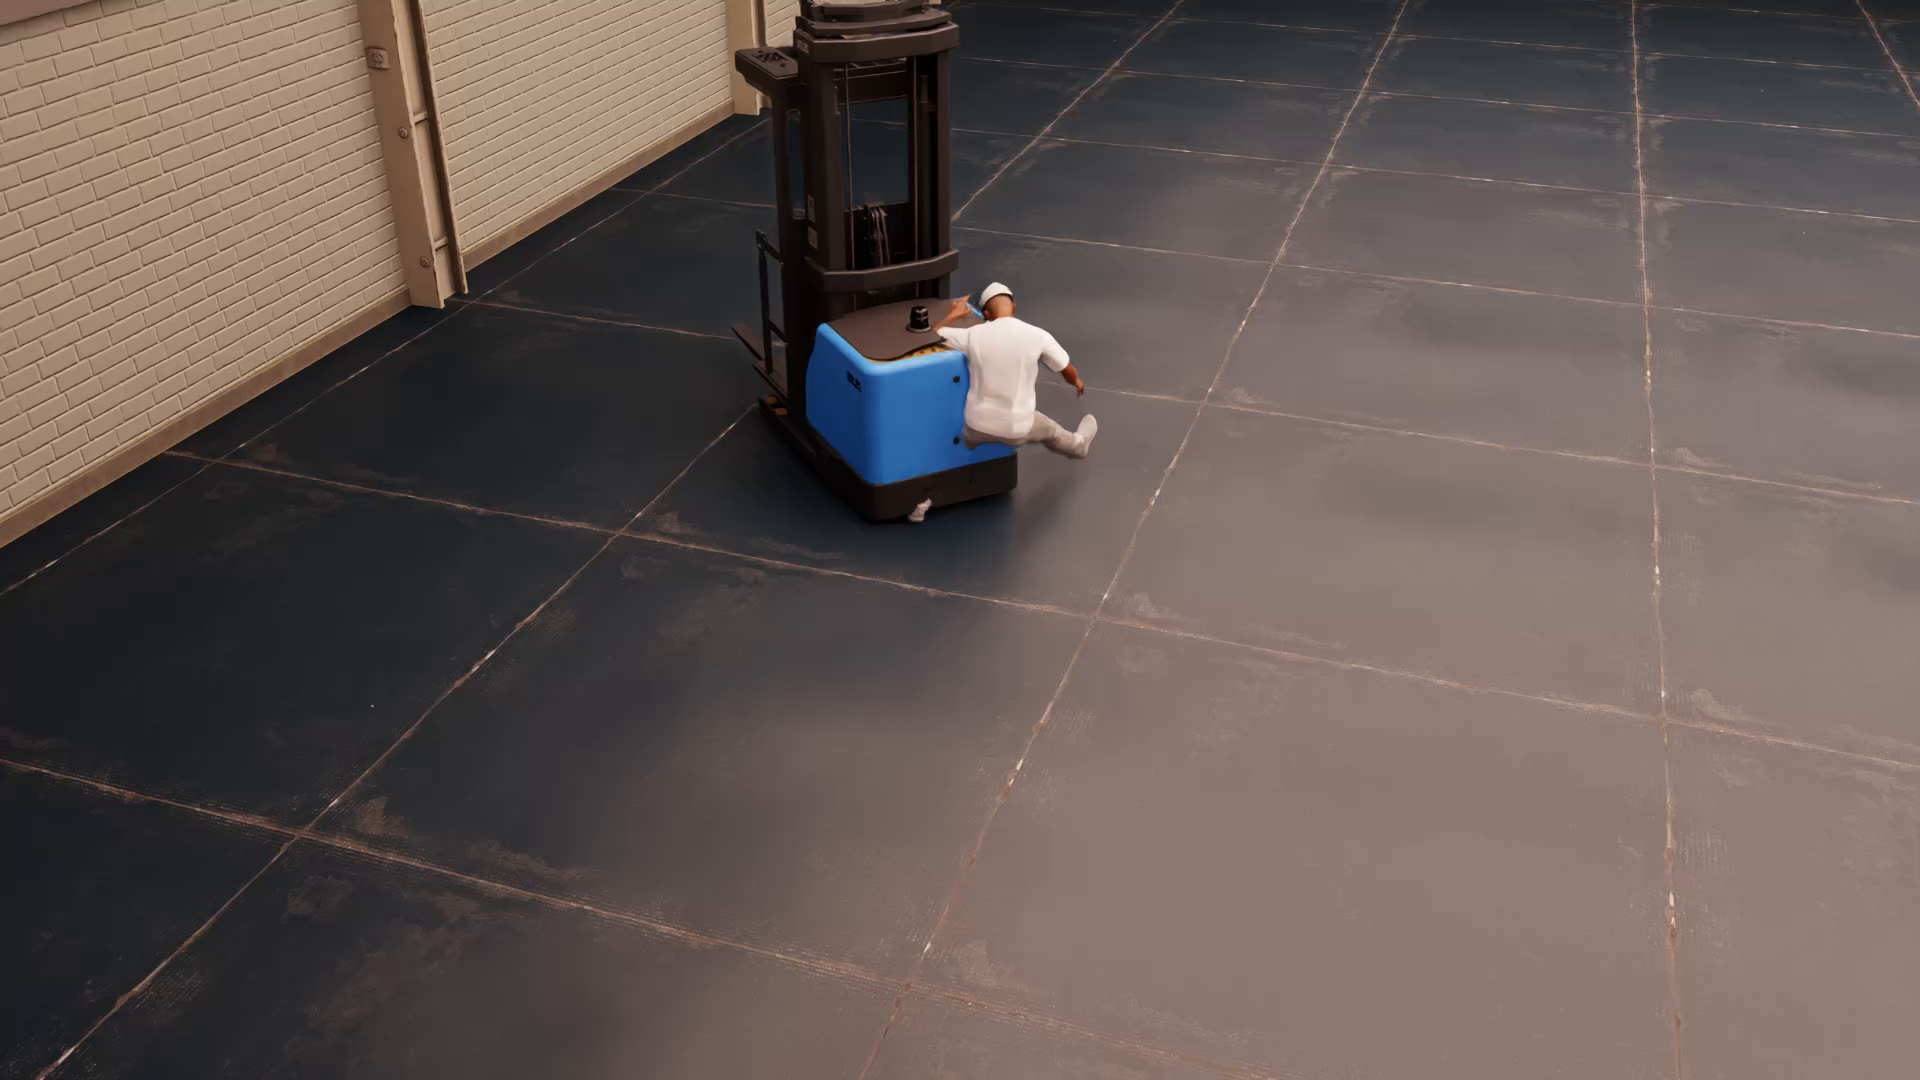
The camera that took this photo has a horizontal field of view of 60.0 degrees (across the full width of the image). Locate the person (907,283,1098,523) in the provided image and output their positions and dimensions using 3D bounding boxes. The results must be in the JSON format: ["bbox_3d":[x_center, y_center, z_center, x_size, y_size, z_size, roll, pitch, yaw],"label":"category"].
[{"bbox_3d":[0.263,-0.926,10.322,1.082,1.415,1.121,6,30,11],"label":"person"}]

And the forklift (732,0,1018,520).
[{"bbox_3d":[-0.743,-2.101,10.823,1.130,2.935,3.031,-14,32,-23],"label":"forklift"}]
